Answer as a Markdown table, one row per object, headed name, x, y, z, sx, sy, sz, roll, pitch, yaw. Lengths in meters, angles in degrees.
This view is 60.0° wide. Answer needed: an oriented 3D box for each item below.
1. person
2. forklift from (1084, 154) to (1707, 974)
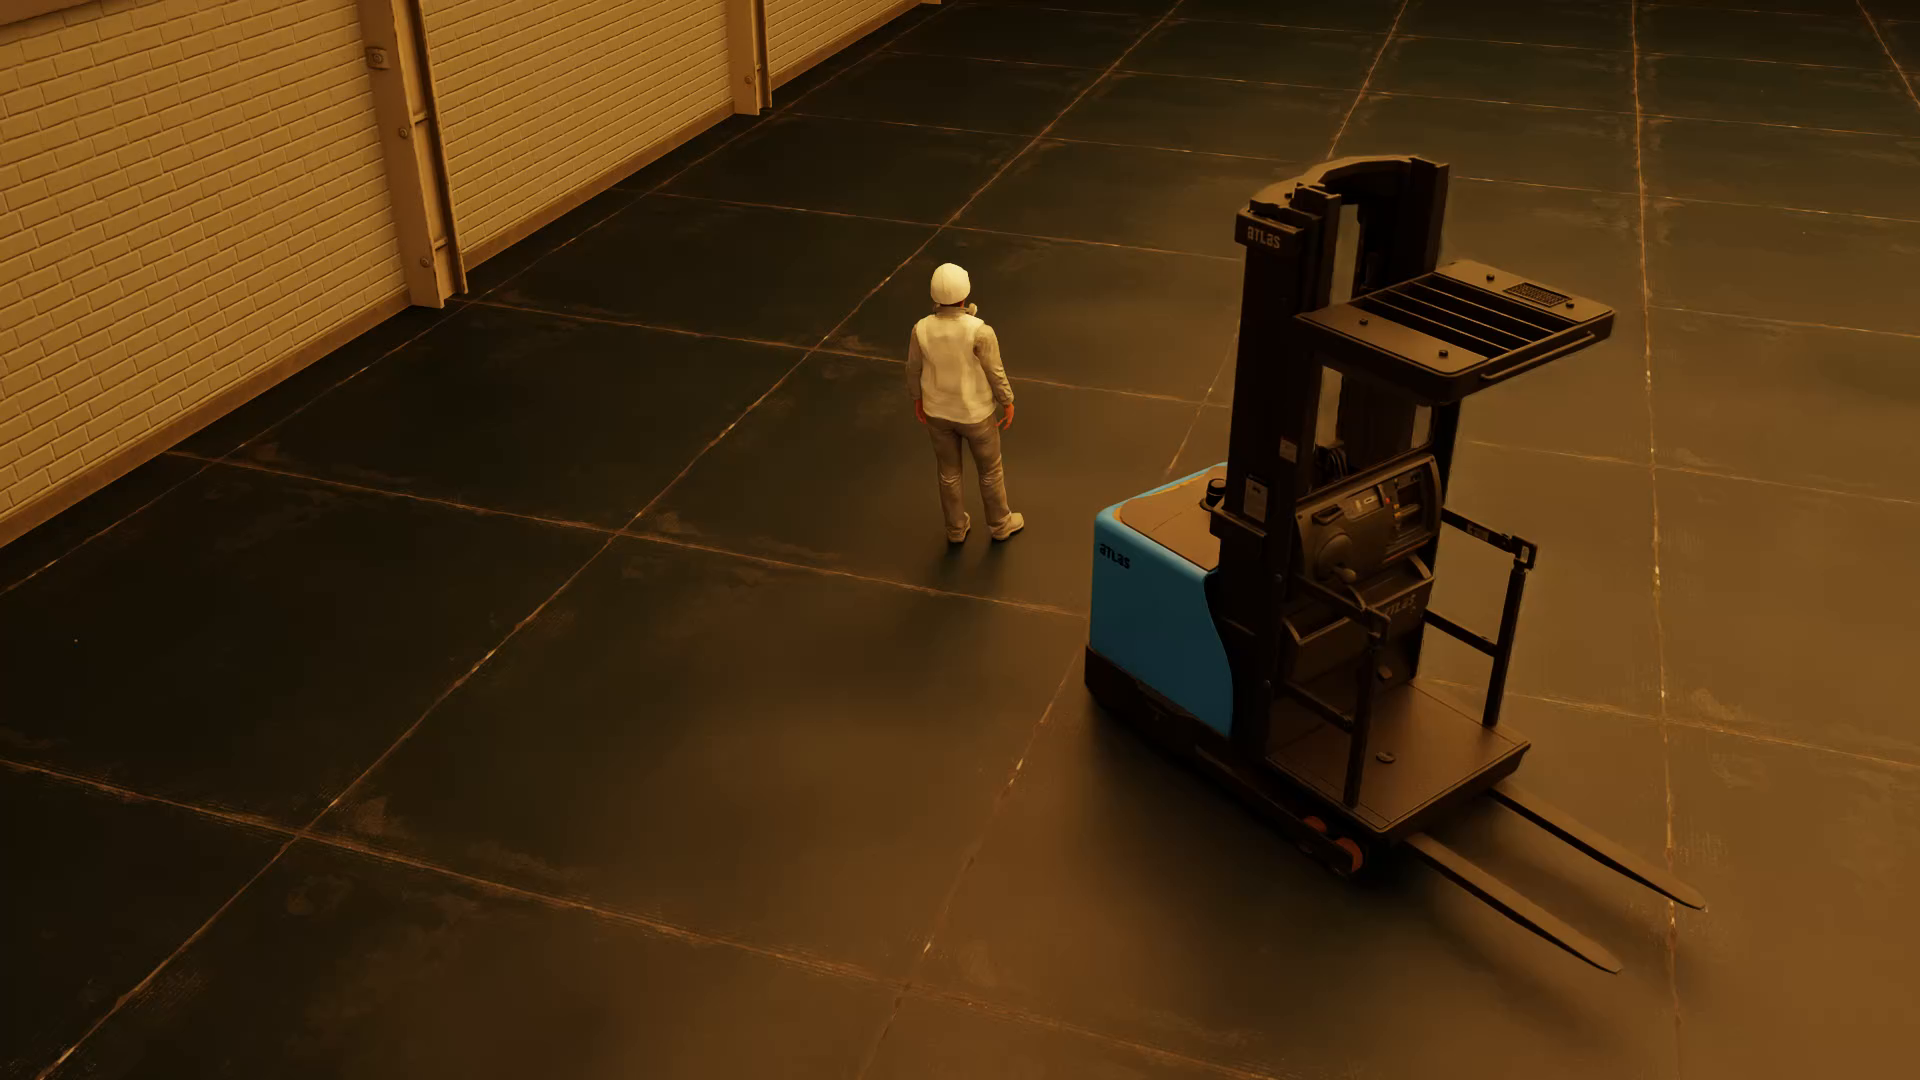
| name | x | y | z | sx | sy | sz | roll | pitch | yaw |
| --- | --- | --- | --- | --- | --- | --- | --- | --- | --- |
| person | 0.028 | -0.805 | 9.702 | 0.632 | 1.773 | 0.568 | 10 | 31 | 16 |
| forklift | 1.945 | -0.048 | 7.221 | 1.130 | 2.935 | 3.031 | -21 | 36 | -32 |
